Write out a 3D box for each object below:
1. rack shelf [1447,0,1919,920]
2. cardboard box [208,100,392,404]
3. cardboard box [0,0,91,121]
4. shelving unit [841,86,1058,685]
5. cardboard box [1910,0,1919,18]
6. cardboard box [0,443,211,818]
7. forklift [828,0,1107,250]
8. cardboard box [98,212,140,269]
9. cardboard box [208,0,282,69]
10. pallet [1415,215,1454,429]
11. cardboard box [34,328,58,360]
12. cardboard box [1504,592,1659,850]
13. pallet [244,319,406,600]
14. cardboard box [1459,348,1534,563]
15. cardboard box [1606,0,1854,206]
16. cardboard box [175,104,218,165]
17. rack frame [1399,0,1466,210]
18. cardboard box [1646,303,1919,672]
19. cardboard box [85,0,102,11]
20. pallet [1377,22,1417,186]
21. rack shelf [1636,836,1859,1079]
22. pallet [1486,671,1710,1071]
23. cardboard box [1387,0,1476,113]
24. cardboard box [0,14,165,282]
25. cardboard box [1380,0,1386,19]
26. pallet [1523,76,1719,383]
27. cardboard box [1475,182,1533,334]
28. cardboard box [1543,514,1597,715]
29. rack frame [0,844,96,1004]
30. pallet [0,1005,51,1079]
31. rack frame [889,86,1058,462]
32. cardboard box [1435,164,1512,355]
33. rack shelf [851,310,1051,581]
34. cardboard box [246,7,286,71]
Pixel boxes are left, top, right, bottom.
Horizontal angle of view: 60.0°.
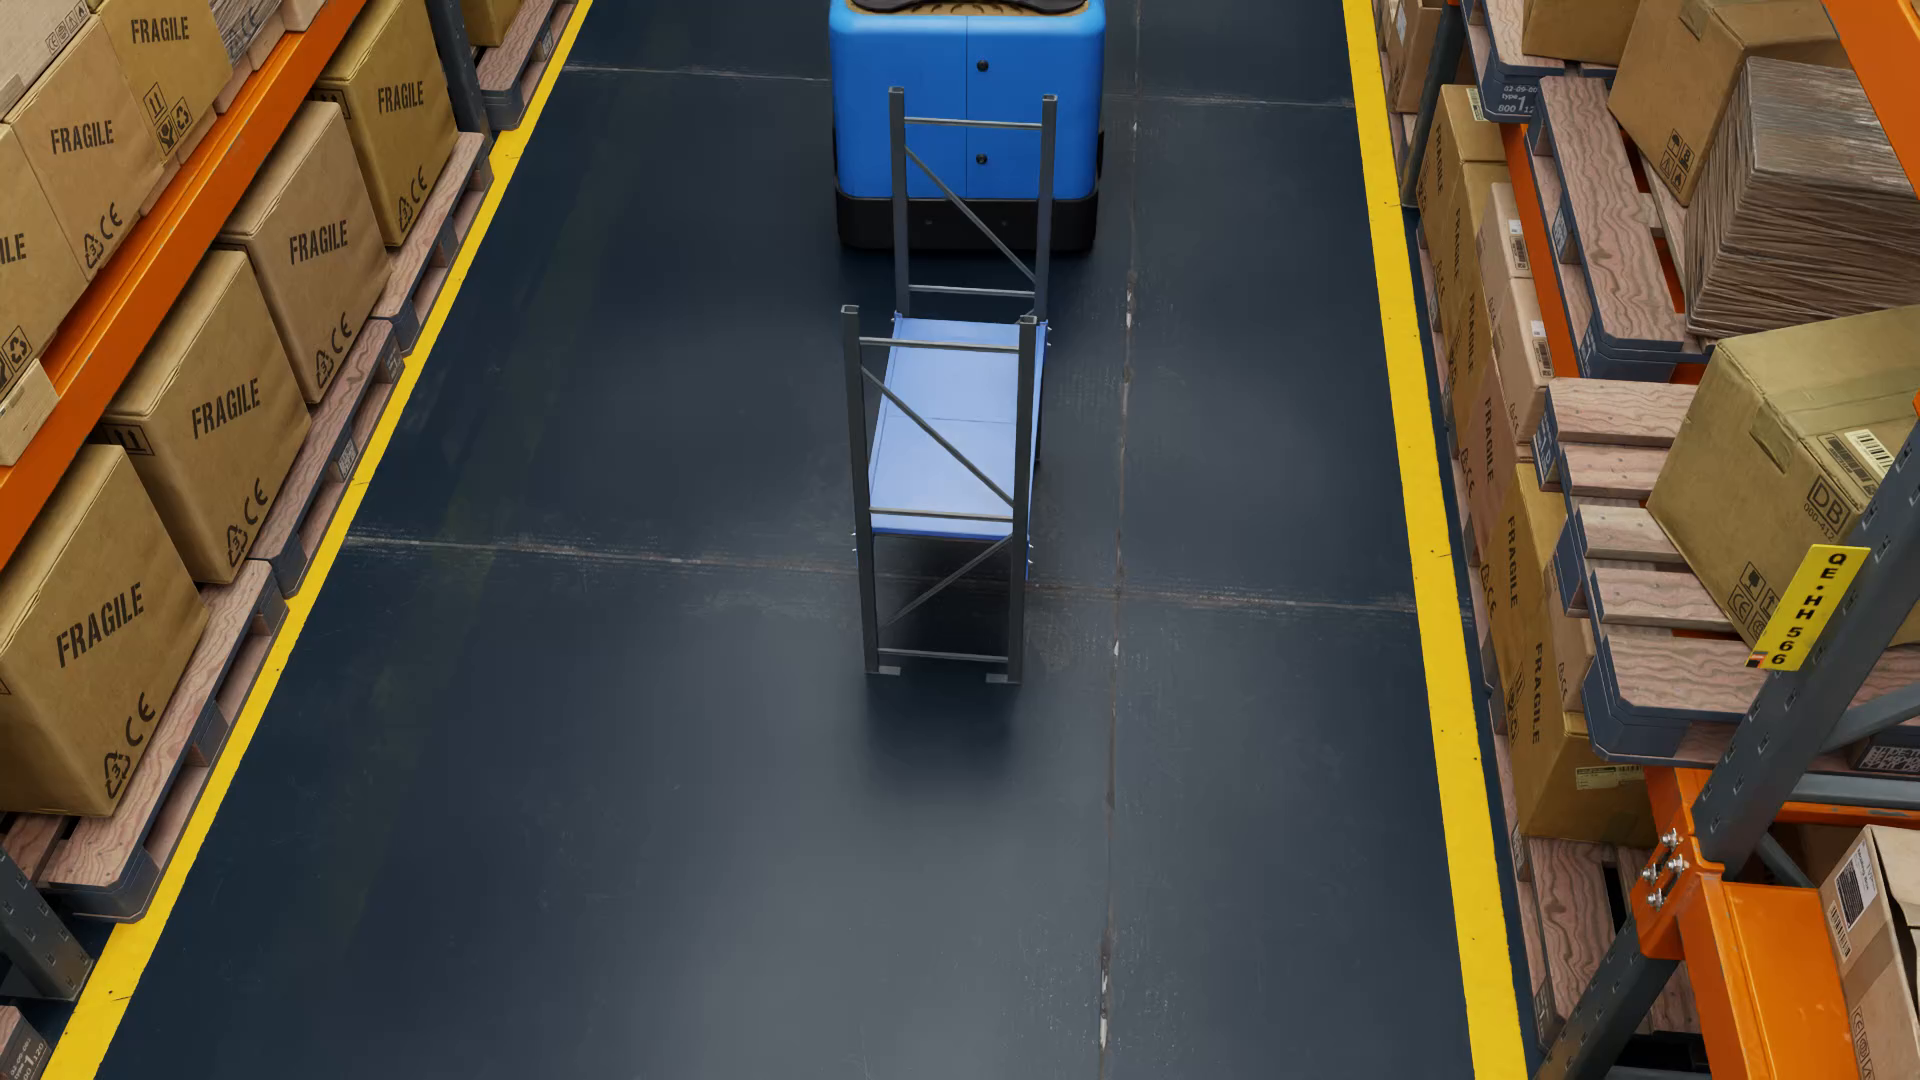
[{"bbox_3d":[2.188,-0.712,4.856,1.077,0.370,4.000,4,48,4],"label":"rack shelf"},{"bbox_3d":[-2.571,-1.031,5.832,0.750,0.750,0.750,5,48,5],"label":"cardboard box"},{"bbox_3d":[-2.540,-1.288,4.104,0.500,0.250,0.500,4,48,4],"label":"cardboard box"},{"bbox_3d":[-0.008,-0.443,5.139,0.538,1.500,1.048,4,48,4],"label":"shelving unit"},{"bbox_3d":[2.012,-0.854,2.397,0.910,0.500,0.500,4,48,4],"label":"cardboard box"},{"bbox_3d":[-2.730,0.237,4.673,0.750,0.750,0.750,3,48,3],"label":"cardboard box"},{"bbox_3d":[0.050,-3.234,6.721,1.130,2.935,3.031,1,48,1],"label":"forklift"},{"bbox_3d":[-2.578,-0.911,4.707,0.380,0.149,0.250,5,48,4],"label":"cardboard box"},{"bbox_3d":[-2.445,-1.795,5.076,0.500,0.500,0.500,4,48,4],"label":"cardboard box"},{"bbox_3d":[2.333,-0.883,6.414,1.003,0.211,1.213,4,48,4],"label":"pallet"},{"bbox_3d":[-2.627,-0.531,4.359,0.380,0.149,0.250,3,48,3],"label":"cardboard box"},{"bbox_3d":[1.857,0.507,4.649,0.500,0.500,0.500,6,48,5],"label":"cardboard box"},{"bbox_3d":[-2.667,-0.342,5.920,1.003,0.211,1.213,4,48,4],"label":"pallet"},{"bbox_3d":[1.946,-0.259,5.350,0.500,0.500,0.500,2,48,2],"label":"cardboard box"},{"bbox_3d":[2.270,-1.297,4.551,0.700,0.500,0.500,-7,48,-6],"label":"cardboard box"},{"bbox_3d":[-2.508,-1.284,5.048,0.380,0.149,0.250,5,48,5],"label":"cardboard box"},{"bbox_3d":[2.370,-2.424,5.934,1.000,3.000,0.127,4,48,4],"label":"rack frame"},{"bbox_3d":[1.950,-0.131,3.484,0.700,0.500,0.500,-11,48,-10],"label":"cardboard box"},{"bbox_3d":[-2.500,-1.664,4.448,0.500,0.250,0.500,3,48,3],"label":"cardboard box"},{"bbox_3d":[2.433,-1.988,7.425,1.003,0.211,1.213,4,48,4],"label":"pallet"},{"bbox_3d":[1.823,2.228,2.167,1.077,0.370,4.000,4,48,4],"label":"rack shelf"},{"bbox_3d":[2.111,0.910,4.774,1.003,0.211,1.213,4,48,4],"label":"pallet"},{"bbox_3d":[2.139,-2.167,7.095,0.500,0.500,0.500,4,48,4],"label":"cardboard box"},{"bbox_3d":[-2.526,-1.045,4.390,0.500,0.500,0.500,4,48,3],"label":"cardboard box"},{"bbox_3d":[2.208,-2.654,7.669,0.500,0.311,0.500,4,48,4],"label":"cardboard box"},{"bbox_3d":[2.178,-0.849,4.624,1.003,0.211,1.213,4,48,4],"label":"pallet"},{"bbox_3d":[1.992,-0.908,5.435,0.500,0.250,0.500,4,48,4],"label":"cardboard box"},{"bbox_3d":[1.858,0.213,4.410,0.500,0.250,0.500,6,48,5],"label":"cardboard box"},{"bbox_3d":[-2.928,0.185,3.548,1.000,3.000,0.127,4,48,4],"label":"rack frame"},{"bbox_3d":[-3.001,1.700,4.052,1.003,0.211,1.213,4,48,4],"label":"pallet"},{"bbox_3d":[0.039,-0.817,5.481,0.500,1.500,0.032,4,48,4],"label":"rack frame"},{"bbox_3d":[2.046,-0.997,6.025,0.500,0.500,0.500,4,48,4],"label":"cardboard box"},{"bbox_3d":[-0.008,-0.322,5.272,0.538,0.185,1.000,4,48,4],"label":"rack shelf"},{"bbox_3d":[-2.434,-1.661,5.393,0.380,0.149,0.250,4,48,4],"label":"cardboard box"}]
